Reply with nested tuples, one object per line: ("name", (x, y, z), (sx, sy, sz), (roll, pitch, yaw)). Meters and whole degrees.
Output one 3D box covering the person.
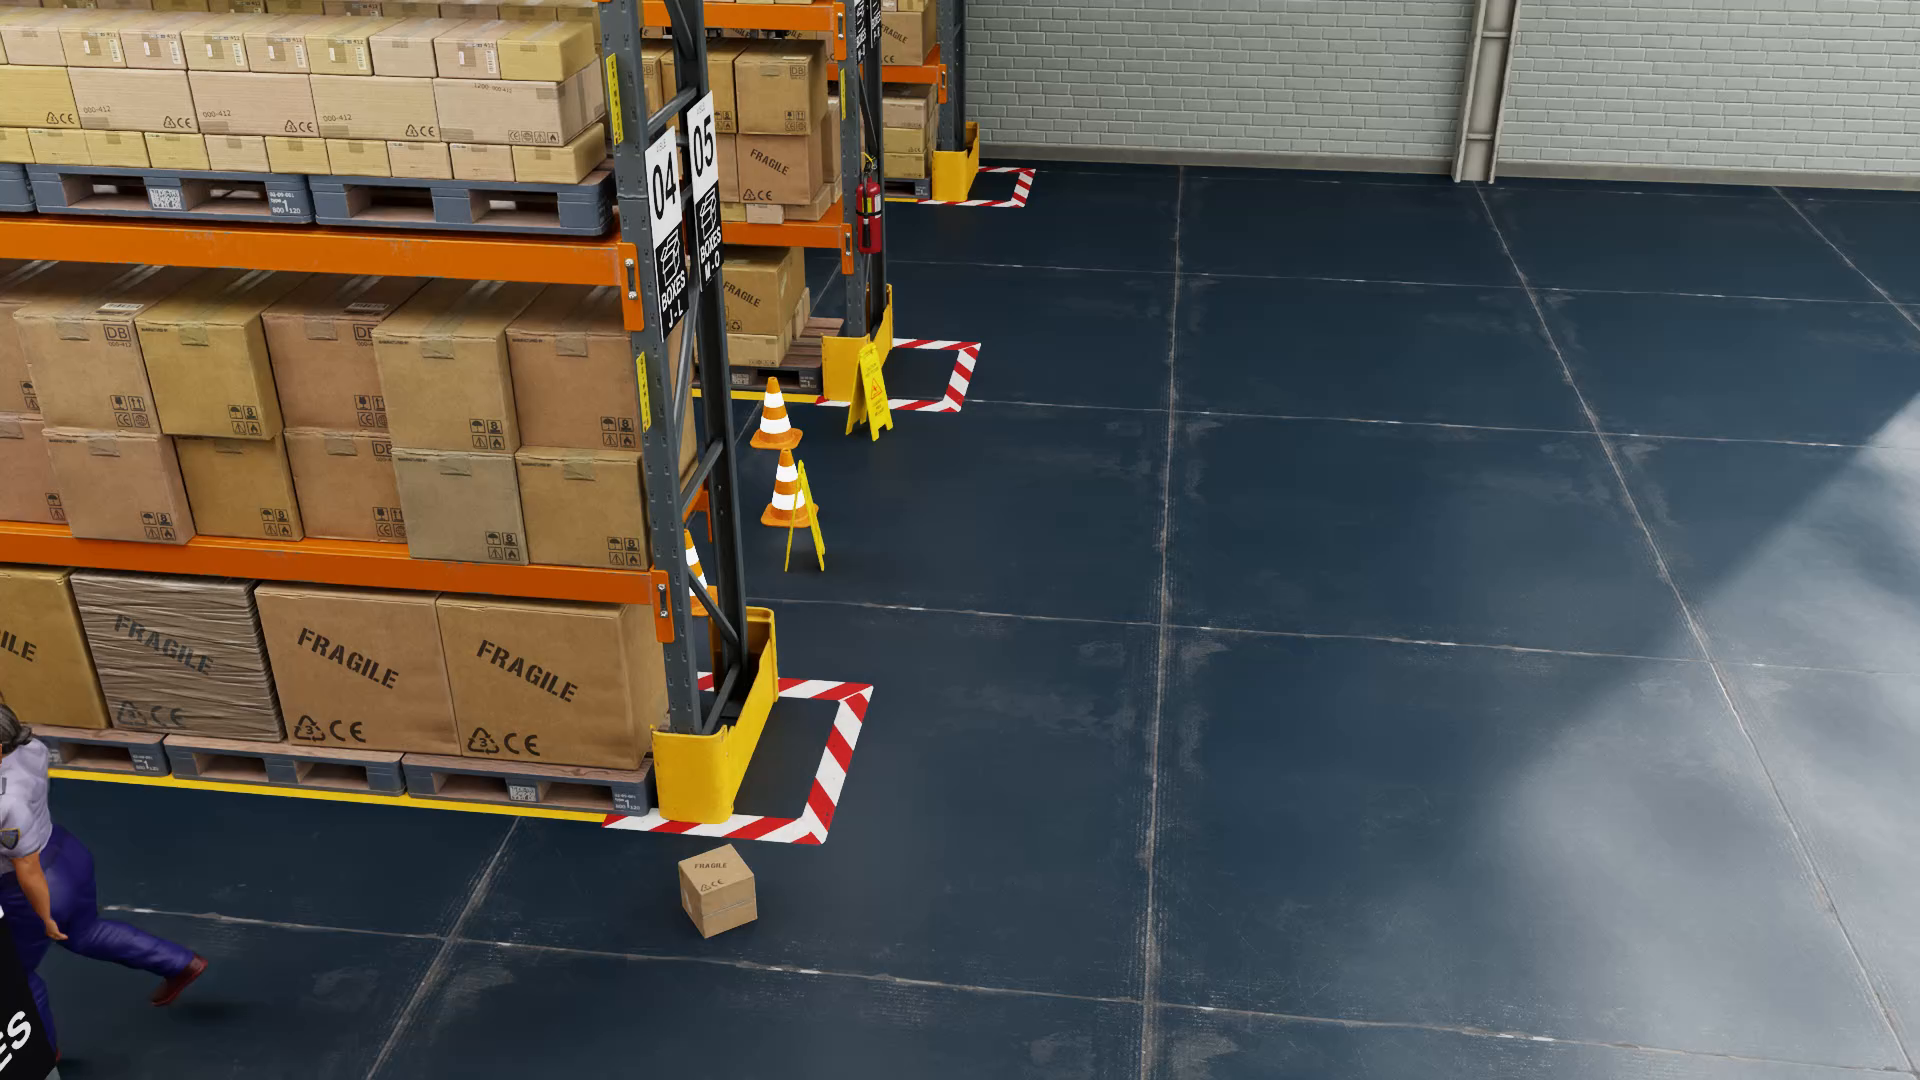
("person", (-3.431, 1.283, 6.261), (0.853, 1.617, 0.474), (-5, 29, -9))
